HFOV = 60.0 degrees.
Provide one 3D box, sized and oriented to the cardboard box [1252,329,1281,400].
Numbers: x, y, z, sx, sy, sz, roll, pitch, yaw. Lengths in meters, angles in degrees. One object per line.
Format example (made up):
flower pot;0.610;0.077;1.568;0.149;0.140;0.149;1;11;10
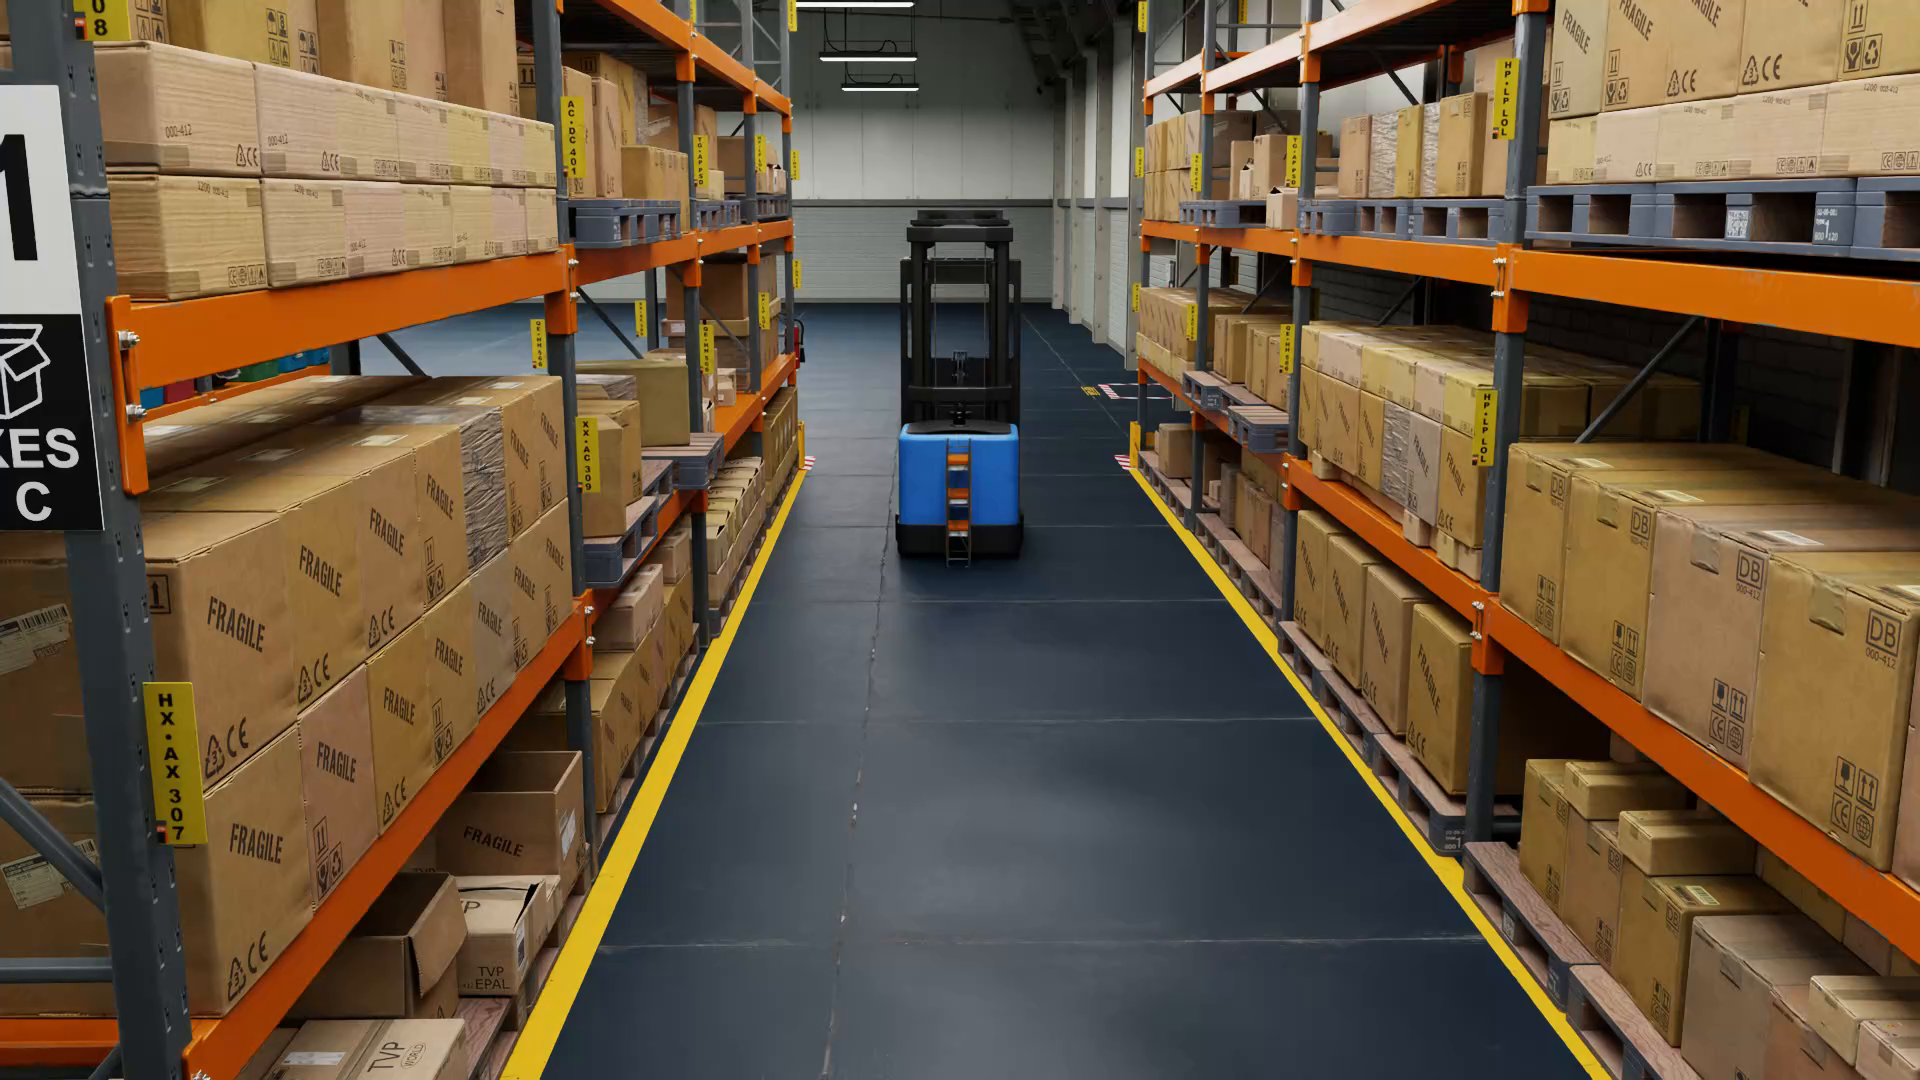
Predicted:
cardboard box;2.660;-1.358;12.852;0.700;0.500;0.500;0;11;-1

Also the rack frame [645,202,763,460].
rack frame;-2.307;-1.527;15.040;1.000;3.000;0.127;0;11;-1

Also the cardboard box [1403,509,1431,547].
cardboard box;2.467;-0.064;8.413;0.380;0.149;0.250;0;11;-1

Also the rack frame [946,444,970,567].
rack frame;-0.014;-0.281;13.805;0.200;1.050;0.008;0;14;1

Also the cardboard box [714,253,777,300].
cardboard box;-2.392;-2.903;18.311;0.700;0.500;0.500;0;11;-1

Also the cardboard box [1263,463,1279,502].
cardboard box;2.696;-0.469;13.123;0.500;0.250;0.500;0;11;-1

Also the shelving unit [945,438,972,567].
shelving unit;-0.011;-0.311;13.923;0.215;1.050;0.252;0;14;1

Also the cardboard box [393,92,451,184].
cardboard box;-1.836;-1.184;4.927;0.500;0.250;0.500;0;11;-1

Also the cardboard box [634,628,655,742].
cardboard box;-1.933;0.771;8.897;0.500;0.500;0.500;0;11;0

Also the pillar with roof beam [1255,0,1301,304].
pillar with roof beam;-0.862;-5.130;17.711;9.100;9.000;0.400;0;11;-1

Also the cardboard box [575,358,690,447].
cardboard box;-2.099;-0.862;10.454;0.700;0.500;0.500;-4;12;-20

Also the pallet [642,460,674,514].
pallet;-2.180;-0.251;9.234;1.003;0.211;1.213;0;11;-1

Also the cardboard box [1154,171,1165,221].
cardboard box;2.310;-3.594;17.385;0.500;0.500;0.500;0;11;1

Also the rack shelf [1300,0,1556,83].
rack shelf;2.769;-2.747;8.780;1.077;0.370;4.000;0;11;-1

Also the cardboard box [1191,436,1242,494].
cardboard box;2.584;-0.744;16.365;0.500;0.500;0.500;-1;12;-5

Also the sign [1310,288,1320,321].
sign;3.200;-2.118;15.043;0.100;0.325;0.005;0;11;-1

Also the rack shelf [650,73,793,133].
rack shelf;-2.349;-4.316;16.514;1.077;0.370;4.000;0;11;-1

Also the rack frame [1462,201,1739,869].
rack frame;2.810;0.043;7.305;1.000;3.000;0.127;0;11;-1

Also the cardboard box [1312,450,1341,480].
cardboard box;2.420;-0.470;10.411;0.380;0.149;0.250;0;11;1

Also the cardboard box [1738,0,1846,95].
cardboard box;2.587;-1.529;4.690;0.500;0.500;0.500;-1;11;-4

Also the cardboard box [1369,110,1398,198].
cardboard box;2.859;-2.286;9.881;0.700;0.500;0.500;-1;12;-4

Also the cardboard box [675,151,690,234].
cardboard box;-2.182;-2.164;10.386;0.910;0.500;0.500;0;11;-1

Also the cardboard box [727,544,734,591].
cardboard box;-1.953;0.205;12.364;0.500;0.250;0.500;-1;11;-3

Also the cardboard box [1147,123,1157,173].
cardboard box;2.287;-4.184;17.779;0.500;0.500;0.500;0;11;-2

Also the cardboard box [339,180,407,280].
cardboard box;-1.825;-0.840;4.487;0.500;0.250;0.500;0;11;-1

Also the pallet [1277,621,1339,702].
pallet;2.669;0.771;10.728;1.003;0.211;1.213;0;11;-1

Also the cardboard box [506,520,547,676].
cardboard box;-1.863;0.215;6.202;0.500;0.500;0.500;0;11;0

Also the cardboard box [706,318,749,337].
cardboard box;-2.119;-1.948;15.233;0.380;0.149;0.250;0;11;-1

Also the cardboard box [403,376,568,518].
cardboard box;-1.873;-0.376;6.602;0.500;0.500;0.500;0;11;-1

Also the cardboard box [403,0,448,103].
cardboard box;-2.225;-1.749;5.825;0.700;0.500;0.500;0;11;-1

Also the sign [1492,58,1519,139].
sign;2.268;-1.831;6.904;0.100;0.325;0.005;0;11;-1

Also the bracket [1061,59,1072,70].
bracket;2.599;-11.598;40.542;0.235;0.232;0.430;0;11;-1

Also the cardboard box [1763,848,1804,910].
cardboard box;2.948;1.122;5.584;0.380;0.149;0.250;0;11;-2

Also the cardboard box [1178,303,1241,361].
cardboard box;2.326;-1.944;15.539;0.500;0.500;0.500;0;11;-1

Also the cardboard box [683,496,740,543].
cardboard box;-1.970;-0.176;12.830;0.500;0.311;0.500;-1;11;-3

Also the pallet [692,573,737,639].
pallet;-2.203;0.471;12.205;1.003;0.211;1.213;0;11;-1

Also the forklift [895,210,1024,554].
forklift;0.008;-1.560;15.377;1.130;2.935;3.031;0;11;1

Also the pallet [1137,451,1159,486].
pallet;2.545;-0.800;18.469;1.003;0.211;1.213;0;11;-1

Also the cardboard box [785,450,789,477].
cardboard box;-2.041;-0.777;17.202;0.500;0.250;0.500;0;11;-1

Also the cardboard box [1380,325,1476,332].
cardboard box;2.996;-1.236;10.669;0.500;0.250;0.500;0;11;0

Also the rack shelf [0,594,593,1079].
rack shelf;-2.101;0.814;5.313;1.077;0.370;4.000;0;11;-1

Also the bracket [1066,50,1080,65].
bracket;2.653;-11.086;38.018;0.076;0.066;4.783;0;11;-1

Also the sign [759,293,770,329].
sign;-1.765;-2.059;14.953;0.100;0.325;0.005;0;11;-1

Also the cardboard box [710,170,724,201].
cardboard box;-2.304;-3.006;14.111;0.500;0.250;0.500;1;12;5

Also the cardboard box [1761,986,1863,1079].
cardboard box;2.768;1.619;4.767;0.700;0.500;0.500;0;11;-1

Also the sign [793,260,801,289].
sign;-1.847;-3.005;18.818;0.100;0.325;0.005;0;11;-1

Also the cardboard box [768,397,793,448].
cardboard box;-2.046;-1.243;17.617;0.500;0.500;0.500;0;11;-1

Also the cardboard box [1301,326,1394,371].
cardboard box;2.480;-1.228;10.630;0.500;0.250;0.500;0;11;0

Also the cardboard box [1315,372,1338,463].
cardboard box;2.483;-0.755;10.189;0.500;0.500;0.500;0;11;1

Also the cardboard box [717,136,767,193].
cardboard box;-2.054;-3.421;15.175;0.500;0.500;0.500;1;11;4

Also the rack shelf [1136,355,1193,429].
rack shelf;2.604;-1.593;17.175;1.077;0.370;4.000;0;11;-1

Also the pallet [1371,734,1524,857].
pallet;2.719;1.256;8.337;1.003;0.211;1.213;0;11;-1

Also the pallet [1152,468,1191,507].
pallet;2.568;-0.558;17.277;1.003;0.211;1.213;0;11;-1

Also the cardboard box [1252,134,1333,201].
cardboard box;2.602;-2.918;13.048;0.500;0.500;0.500;-1;11;-3

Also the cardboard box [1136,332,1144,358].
cardboard box;2.255;-2.181;18.592;0.500;0.250;0.500;-1;11;-3

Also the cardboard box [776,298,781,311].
cardboard box;-2.192;-2.614;18.514;0.380;0.149;0.250;0;11;-2

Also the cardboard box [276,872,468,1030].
cardboard box;-2.098;1.445;5.565;0.797;0.503;0.637;0;11;-1
